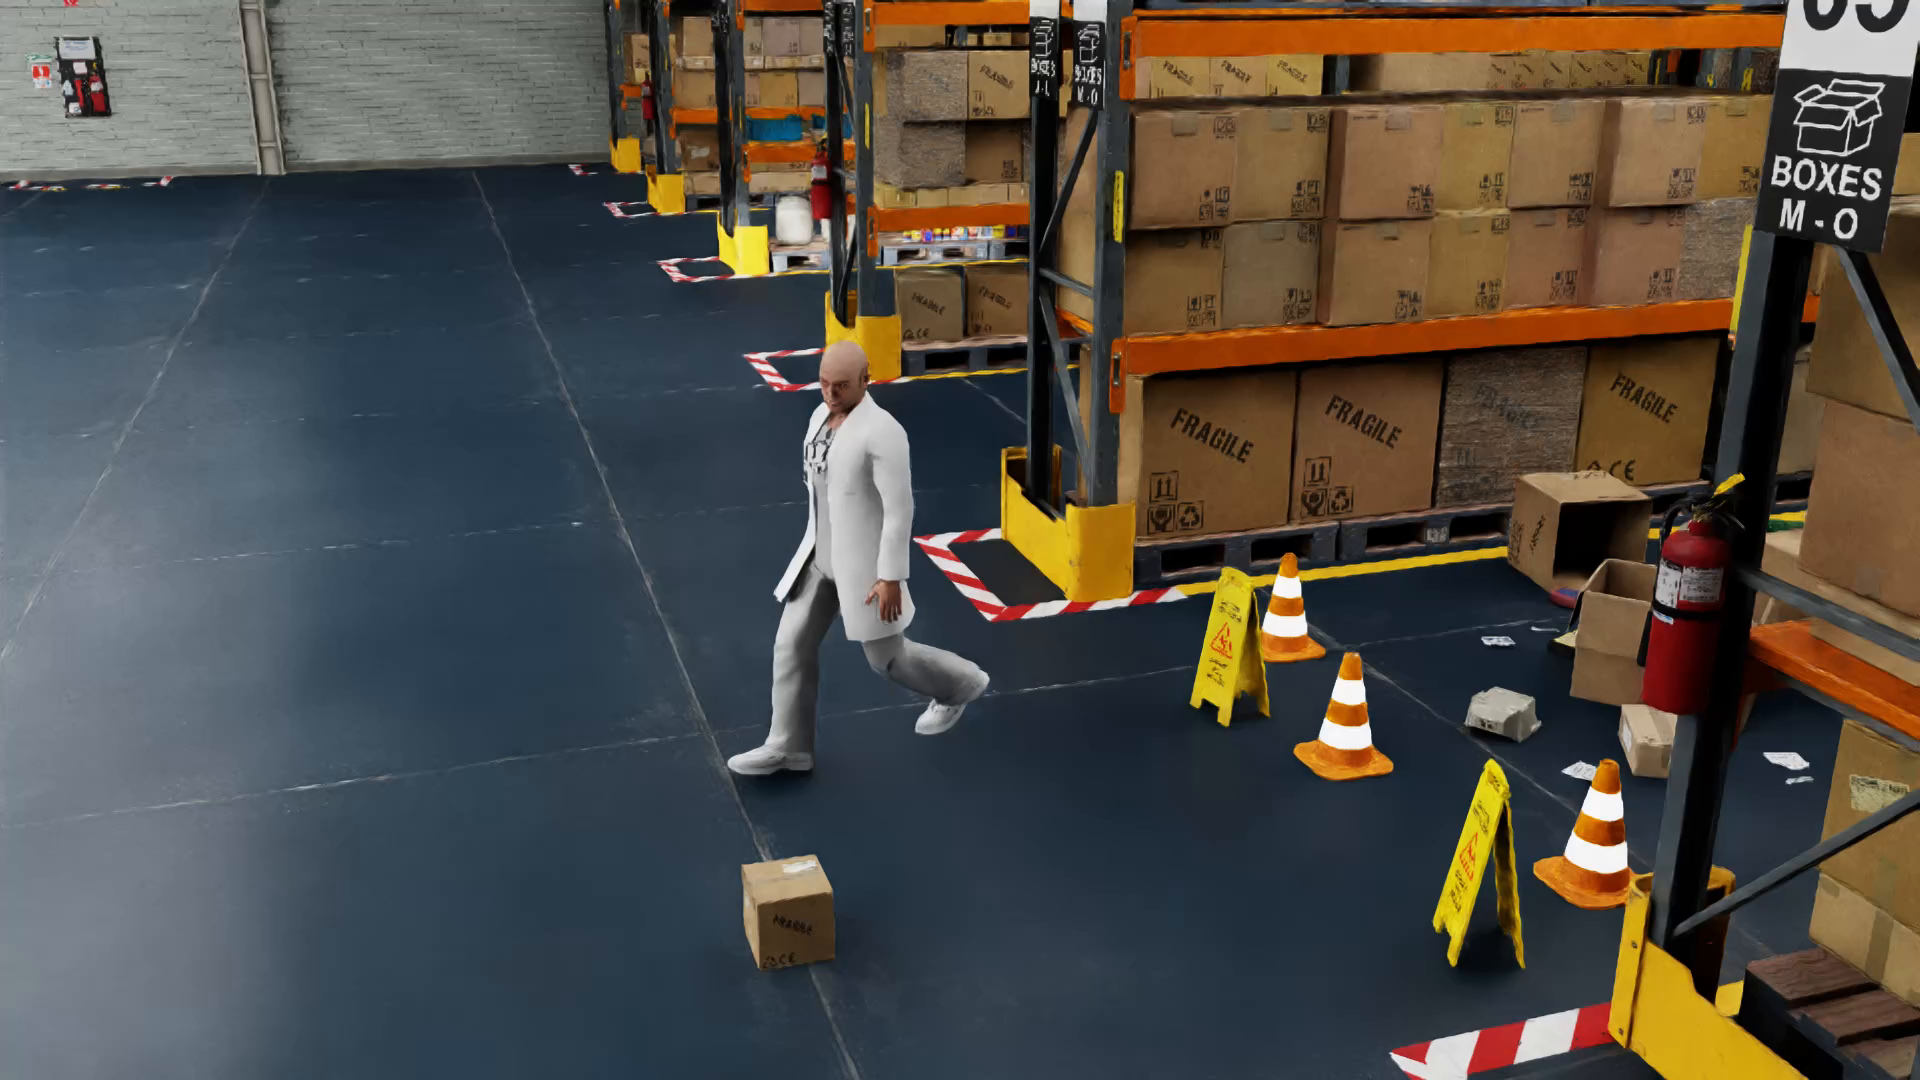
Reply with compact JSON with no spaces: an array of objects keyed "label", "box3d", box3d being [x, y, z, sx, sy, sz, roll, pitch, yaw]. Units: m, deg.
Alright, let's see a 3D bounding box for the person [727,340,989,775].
[{"label":"person","box3d":[-0.389,0.063,6.445,1.094,1.735,0.666,-16,25,-39]}]
